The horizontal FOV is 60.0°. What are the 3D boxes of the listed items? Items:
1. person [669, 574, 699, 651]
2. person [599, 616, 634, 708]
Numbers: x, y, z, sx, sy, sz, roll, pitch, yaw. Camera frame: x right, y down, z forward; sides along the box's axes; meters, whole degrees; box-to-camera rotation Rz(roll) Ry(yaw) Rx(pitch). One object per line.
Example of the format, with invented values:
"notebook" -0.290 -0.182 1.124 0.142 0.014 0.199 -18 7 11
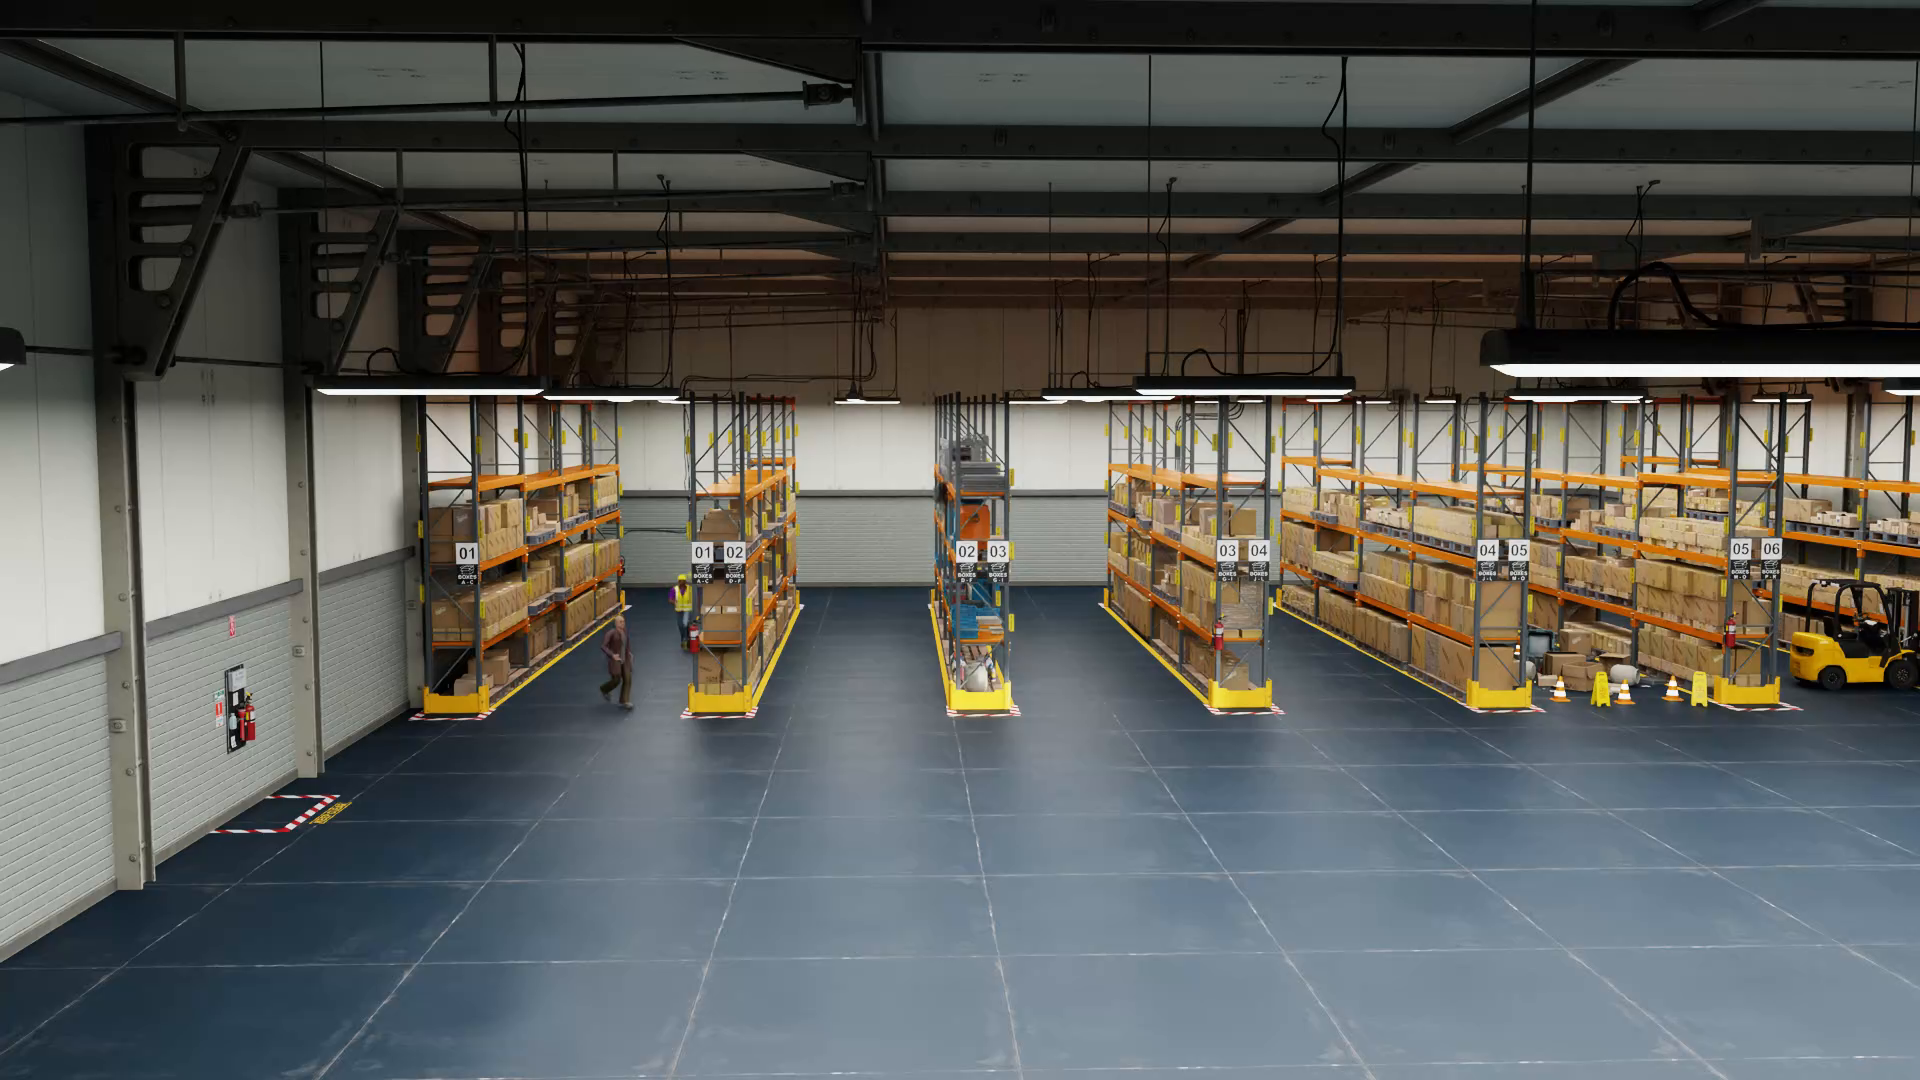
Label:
"person" -6.523 1.708 39.198 0.655 1.812 0.832 0 5 5
"person" -6.561 2.309 31.745 0.920 1.744 0.729 4 6 42
